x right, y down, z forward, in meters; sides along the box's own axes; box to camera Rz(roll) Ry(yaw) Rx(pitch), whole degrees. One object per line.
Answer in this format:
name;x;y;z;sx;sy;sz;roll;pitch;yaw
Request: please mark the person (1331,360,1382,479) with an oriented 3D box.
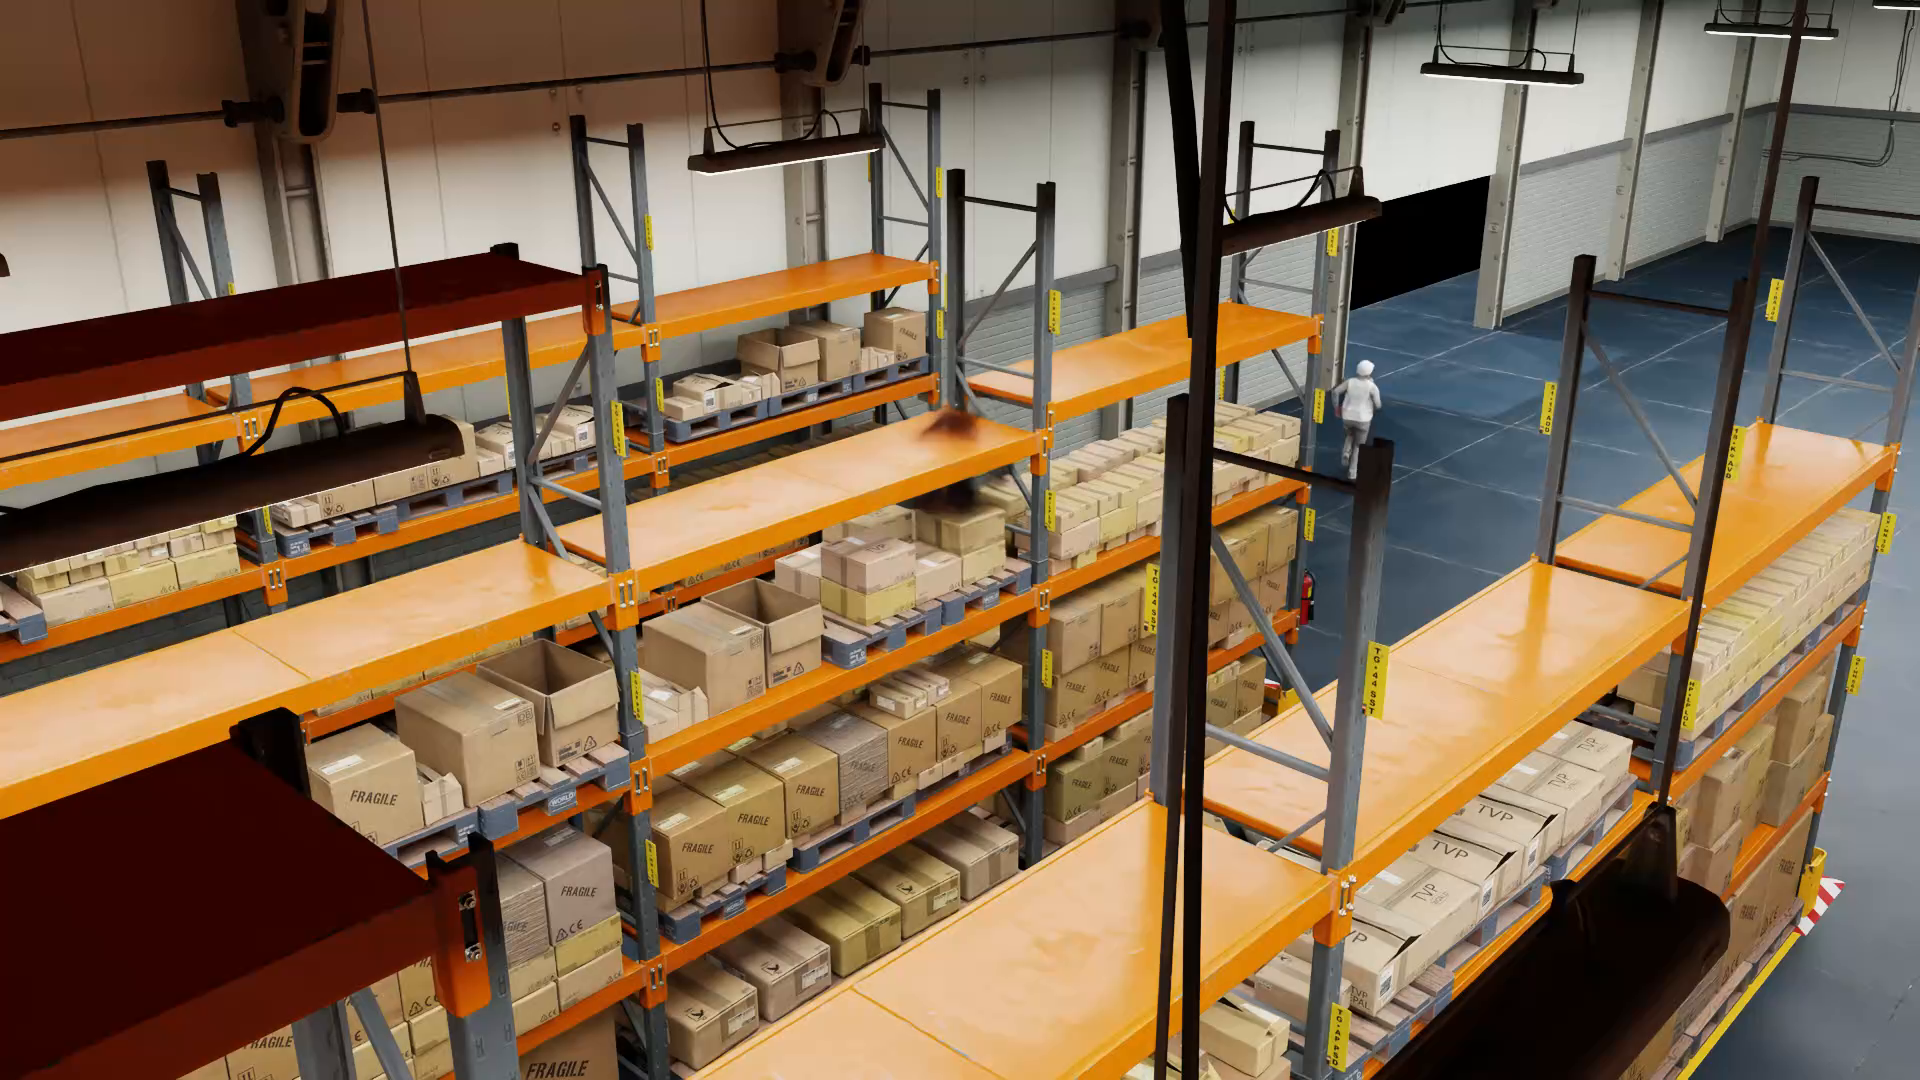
person;5.787;-1.791;24.254;0.682;1.734;0.703;12;24;29
